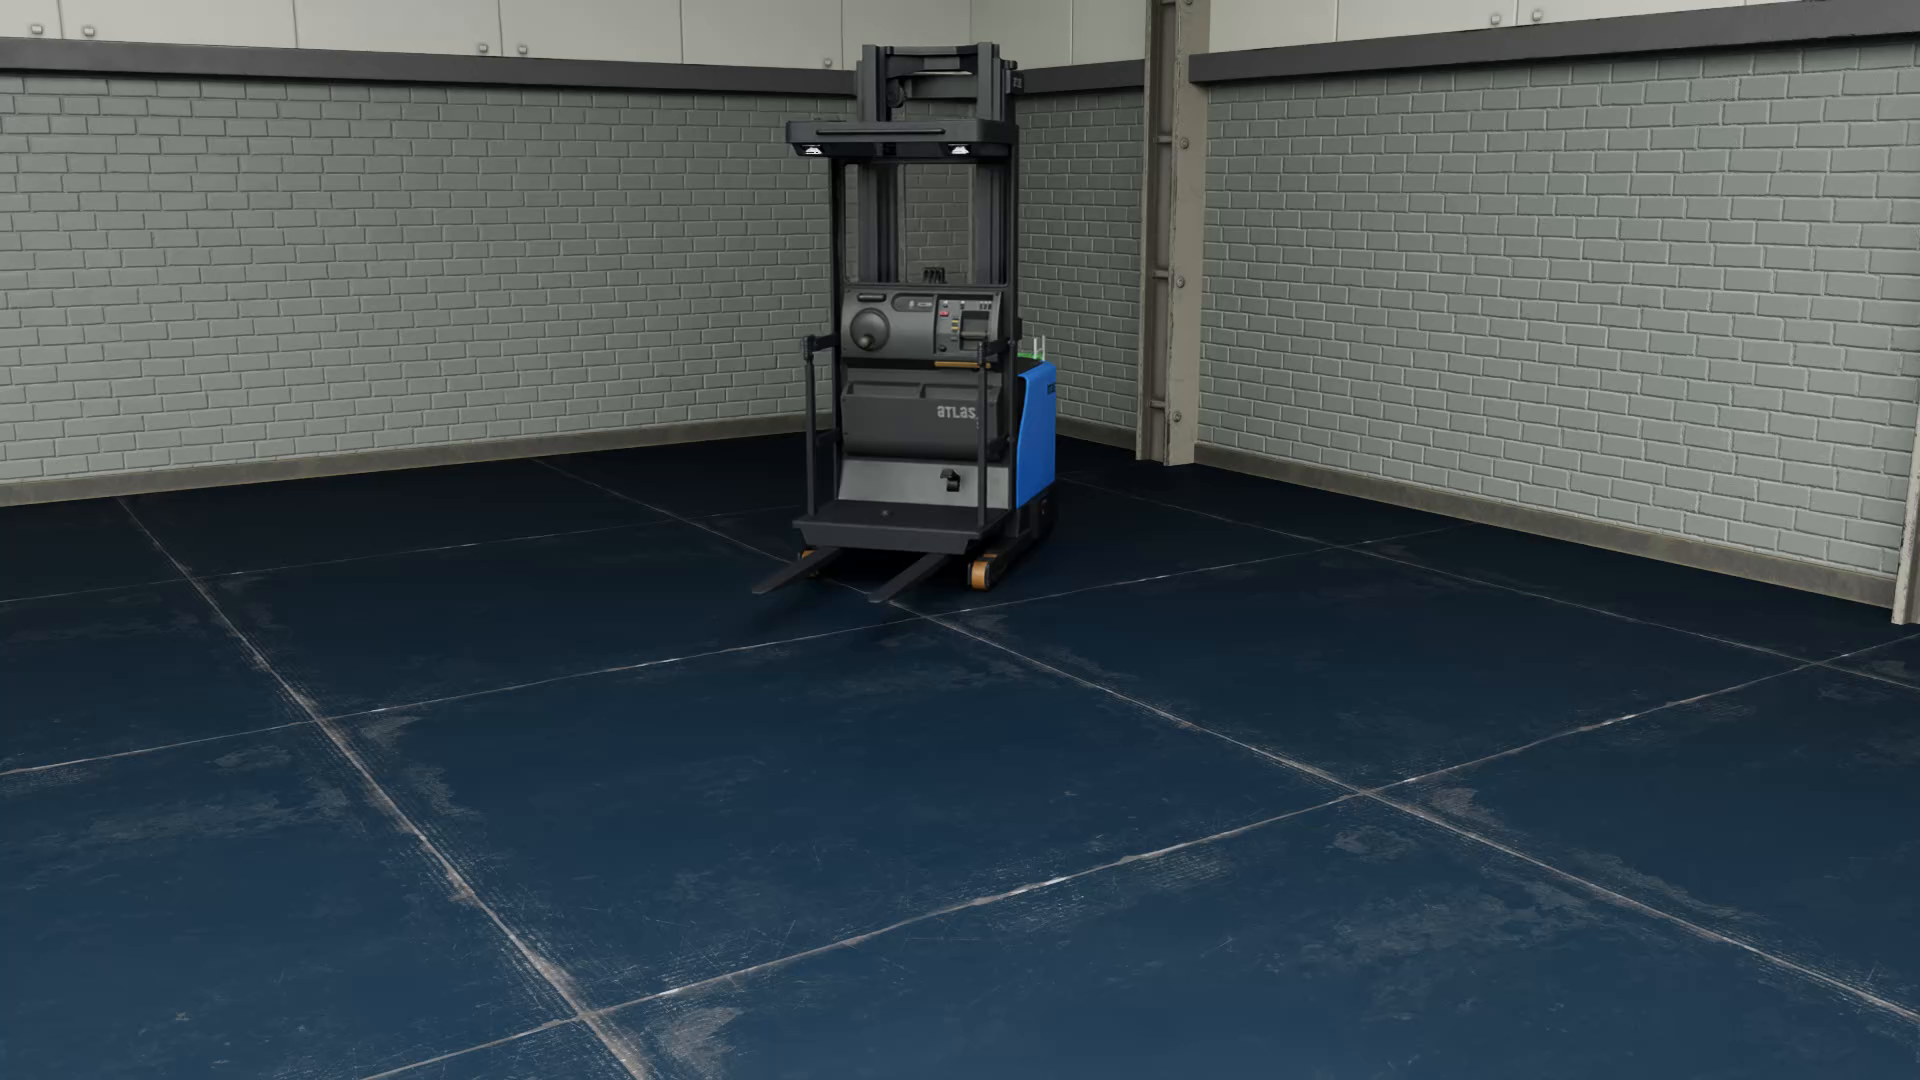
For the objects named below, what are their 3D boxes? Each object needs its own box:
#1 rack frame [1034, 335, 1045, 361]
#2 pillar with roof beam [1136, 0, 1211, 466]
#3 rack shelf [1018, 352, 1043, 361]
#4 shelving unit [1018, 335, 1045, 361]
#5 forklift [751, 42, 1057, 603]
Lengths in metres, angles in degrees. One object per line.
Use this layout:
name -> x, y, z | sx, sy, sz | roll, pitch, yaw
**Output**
rack frame -> 0.513, -0.723, 10.858 | 0.015, 1.200, 0.240 | 4, 13, 16
pillar with roof beam -> -1.942, -4.519, 9.961 | 9.100, 9.000, 0.400 | -8, 15, -33
rack shelf -> 0.279, -1.144, 10.836 | 0.480, 0.148, 0.258 | 4, 13, 16
shelving unit -> 0.279, -0.737, 10.925 | 0.503, 1.200, 0.258 | 4, 13, 16
forklift -> -0.280, -1.248, 9.207 | 1.130, 2.935, 3.031 | 4, 13, 16
